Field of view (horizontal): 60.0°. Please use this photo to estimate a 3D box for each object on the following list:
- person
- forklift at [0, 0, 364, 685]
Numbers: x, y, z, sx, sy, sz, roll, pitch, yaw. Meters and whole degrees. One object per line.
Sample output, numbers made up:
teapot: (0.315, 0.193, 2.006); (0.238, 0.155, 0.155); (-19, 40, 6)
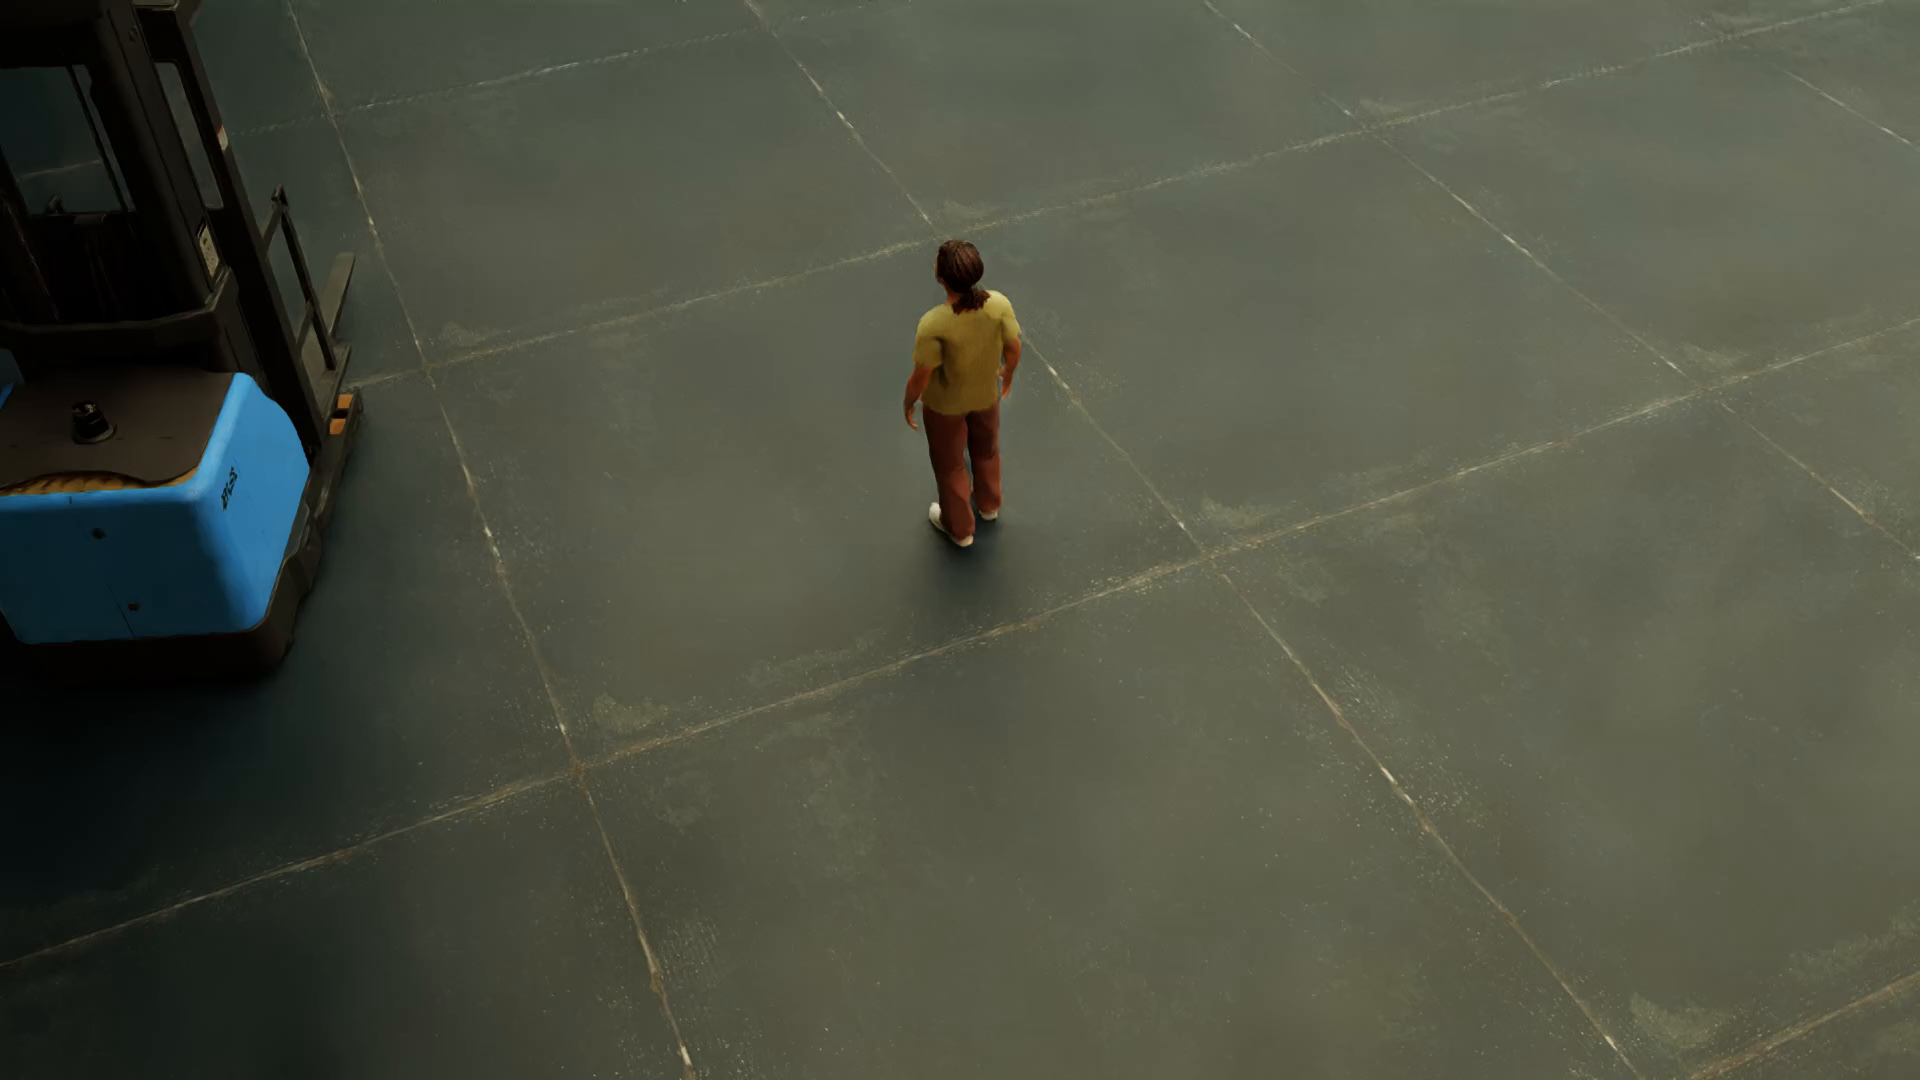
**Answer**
person: (-0.028, -0.586, 7.399); (0.554, 1.427, 0.517); (-18, 46, -18)
forklift: (-3.568, -1.457, 7.241); (1.130, 2.935, 3.031); (-3, 43, -4)
